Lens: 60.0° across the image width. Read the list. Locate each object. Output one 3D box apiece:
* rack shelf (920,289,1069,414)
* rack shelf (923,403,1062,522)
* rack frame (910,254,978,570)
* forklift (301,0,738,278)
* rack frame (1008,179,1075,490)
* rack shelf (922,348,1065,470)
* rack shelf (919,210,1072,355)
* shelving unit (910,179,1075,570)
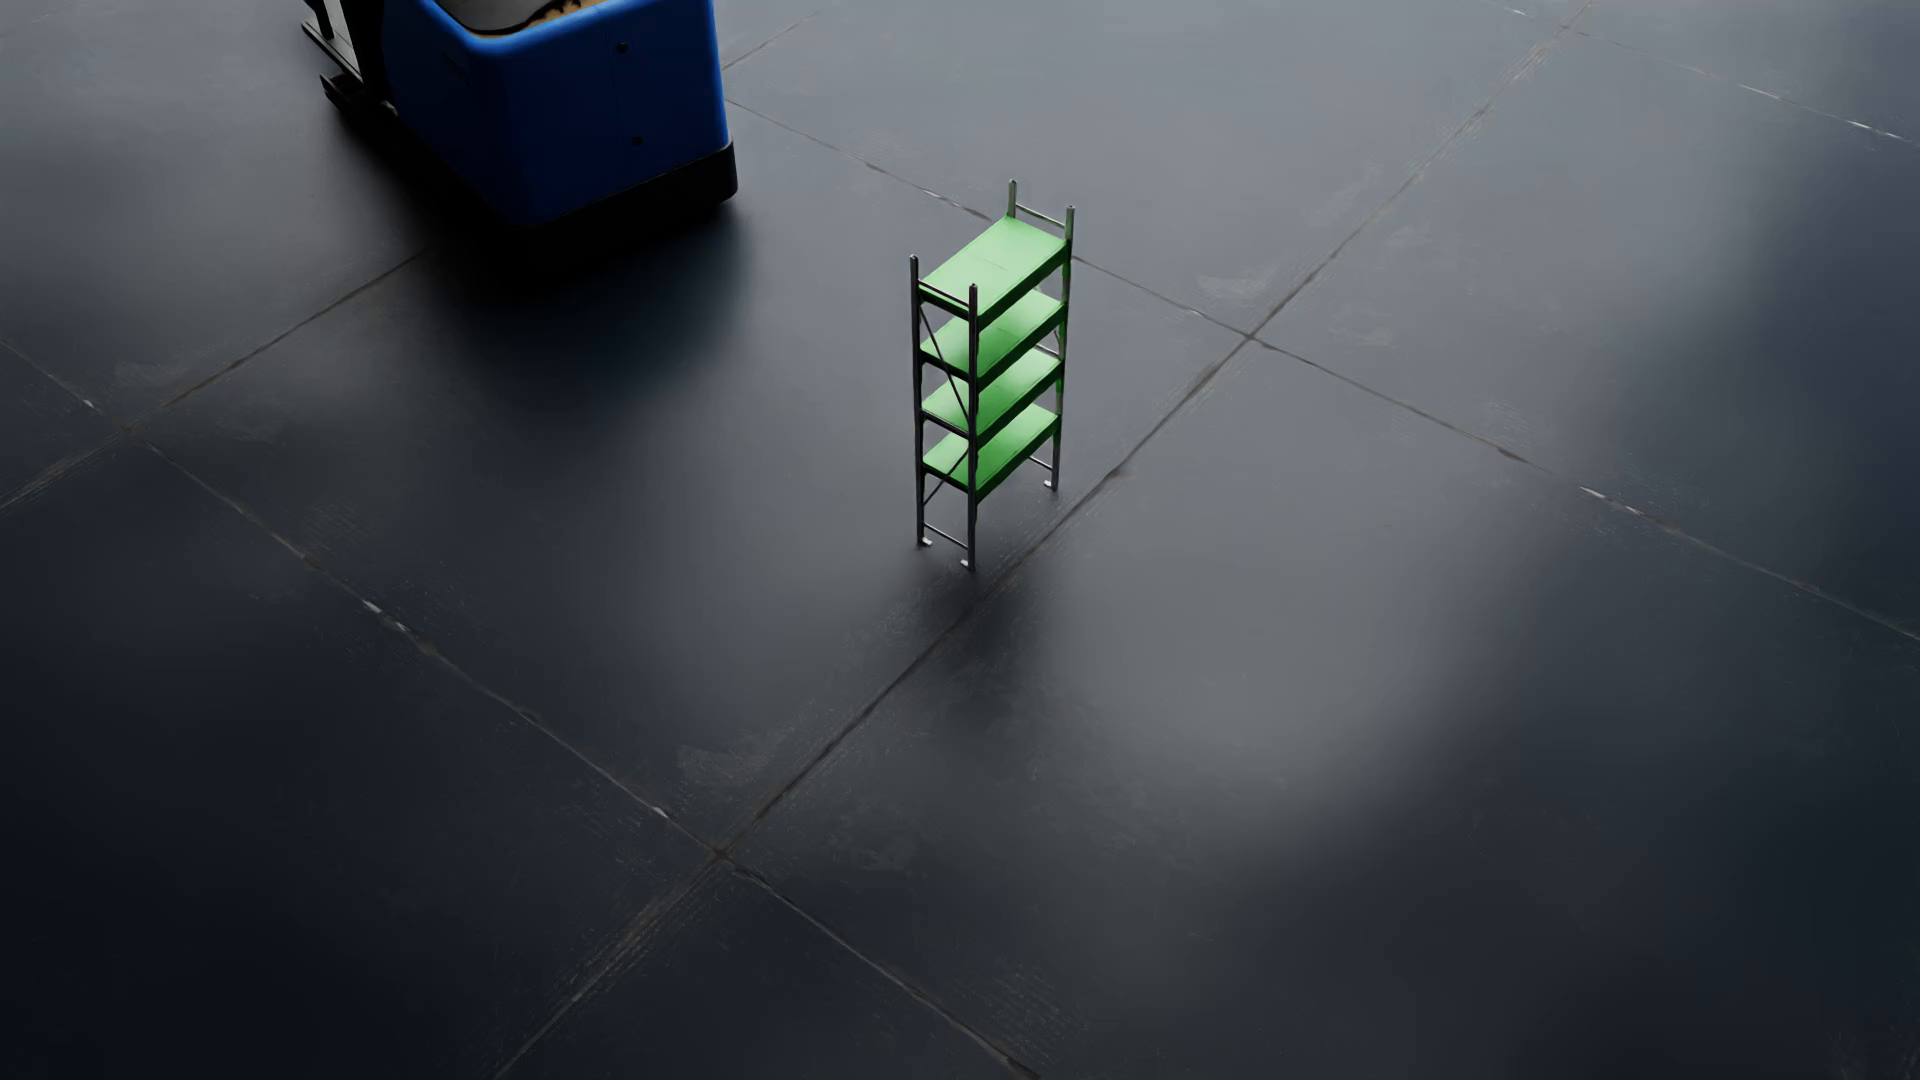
[{"bbox_3d":[0.101,-0.631,5.279,0.258,0.148,0.480,29,53,25],"label":"rack shelf"},{"bbox_3d":[0.101,-0.299,5.626,0.258,0.148,0.480,29,53,25],"label":"rack shelf"},{"bbox_3d":[-0.048,-0.370,5.273,0.240,1.200,0.015,29,53,25],"label":"rack frame"},{"bbox_3d":[-2.253,-3.071,6.657,1.130,2.935,3.031,-30,53,-25],"label":"forklift"},{"bbox_3d":[0.250,-0.649,5.540,0.240,1.200,0.015,29,53,25],"label":"rack frame"},{"bbox_3d":[0.101,-0.465,5.453,0.258,0.148,0.480,29,53,25],"label":"rack shelf"},{"bbox_3d":[0.101,-0.797,5.106,0.258,0.148,0.480,29,53,25],"label":"rack shelf"},{"bbox_3d":[0.101,-0.509,5.407,0.258,1.200,0.503,29,53,25],"label":"shelving unit"}]
